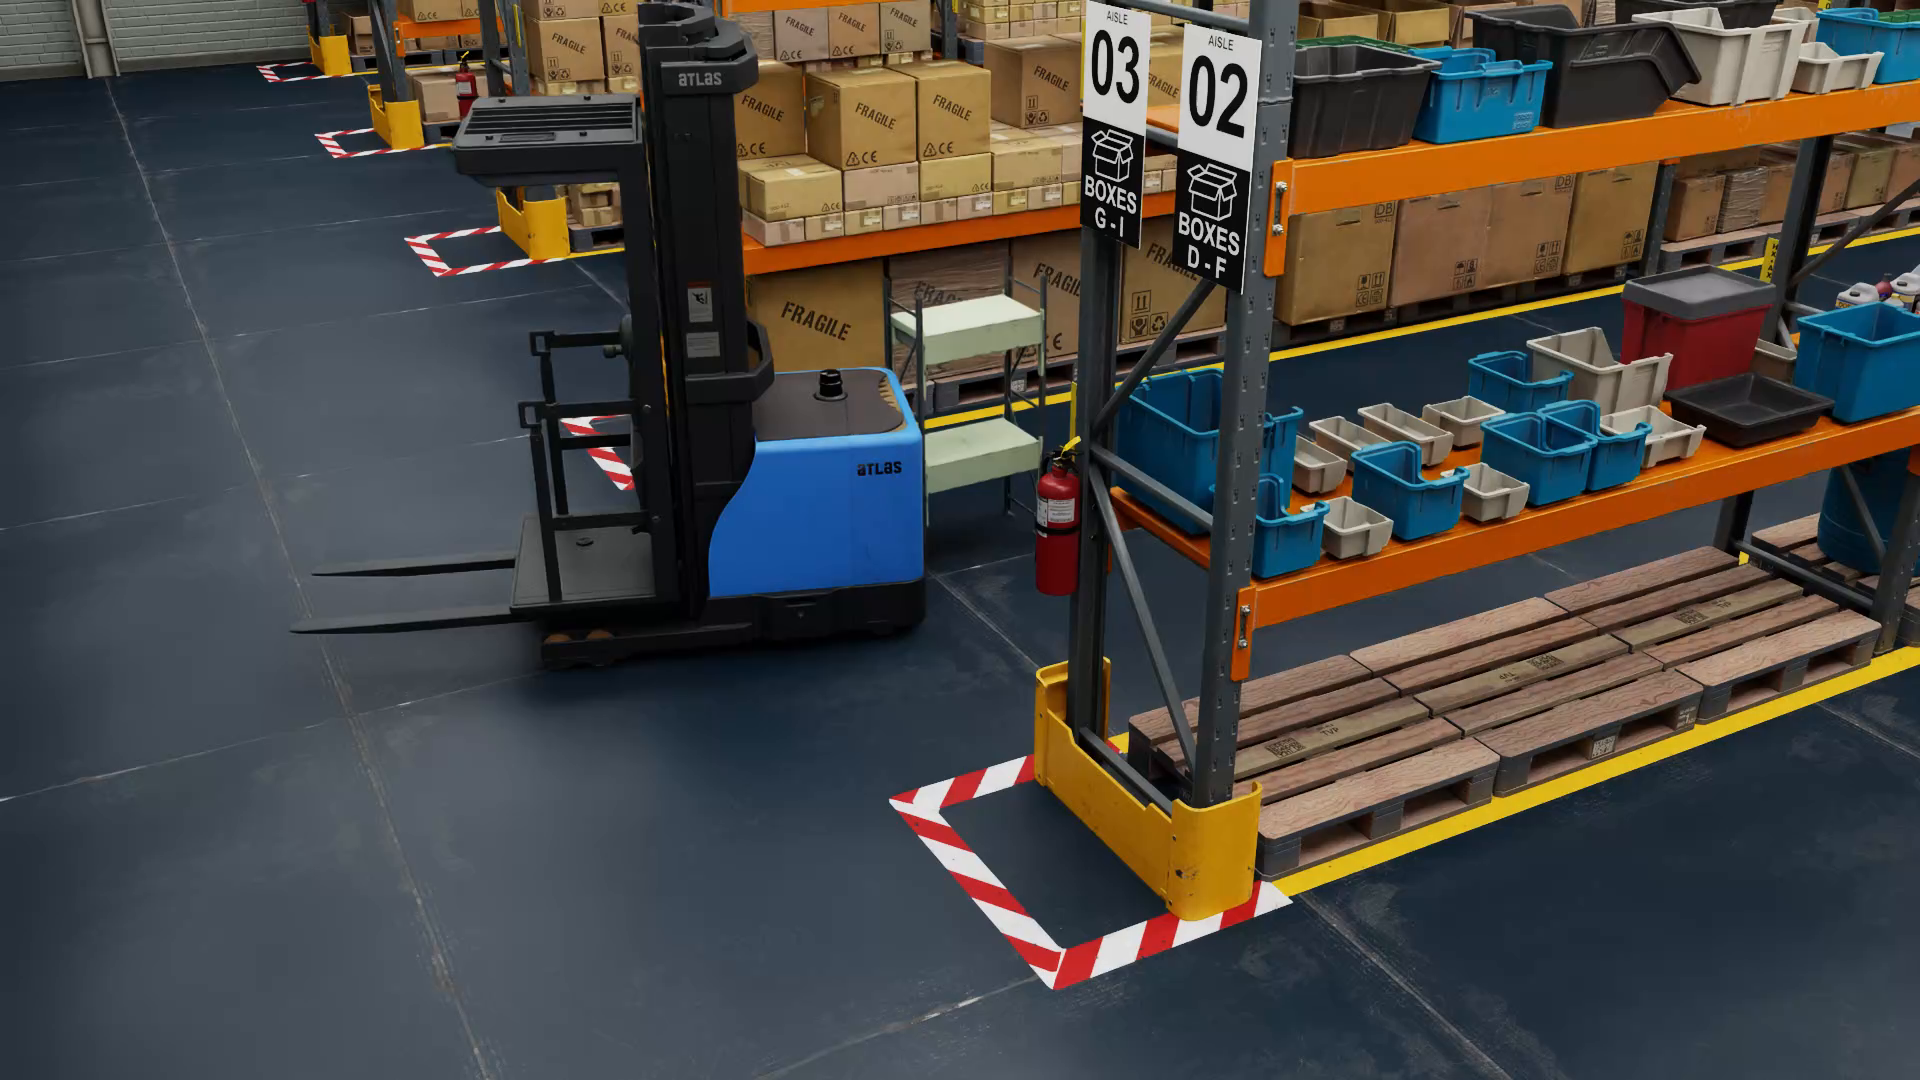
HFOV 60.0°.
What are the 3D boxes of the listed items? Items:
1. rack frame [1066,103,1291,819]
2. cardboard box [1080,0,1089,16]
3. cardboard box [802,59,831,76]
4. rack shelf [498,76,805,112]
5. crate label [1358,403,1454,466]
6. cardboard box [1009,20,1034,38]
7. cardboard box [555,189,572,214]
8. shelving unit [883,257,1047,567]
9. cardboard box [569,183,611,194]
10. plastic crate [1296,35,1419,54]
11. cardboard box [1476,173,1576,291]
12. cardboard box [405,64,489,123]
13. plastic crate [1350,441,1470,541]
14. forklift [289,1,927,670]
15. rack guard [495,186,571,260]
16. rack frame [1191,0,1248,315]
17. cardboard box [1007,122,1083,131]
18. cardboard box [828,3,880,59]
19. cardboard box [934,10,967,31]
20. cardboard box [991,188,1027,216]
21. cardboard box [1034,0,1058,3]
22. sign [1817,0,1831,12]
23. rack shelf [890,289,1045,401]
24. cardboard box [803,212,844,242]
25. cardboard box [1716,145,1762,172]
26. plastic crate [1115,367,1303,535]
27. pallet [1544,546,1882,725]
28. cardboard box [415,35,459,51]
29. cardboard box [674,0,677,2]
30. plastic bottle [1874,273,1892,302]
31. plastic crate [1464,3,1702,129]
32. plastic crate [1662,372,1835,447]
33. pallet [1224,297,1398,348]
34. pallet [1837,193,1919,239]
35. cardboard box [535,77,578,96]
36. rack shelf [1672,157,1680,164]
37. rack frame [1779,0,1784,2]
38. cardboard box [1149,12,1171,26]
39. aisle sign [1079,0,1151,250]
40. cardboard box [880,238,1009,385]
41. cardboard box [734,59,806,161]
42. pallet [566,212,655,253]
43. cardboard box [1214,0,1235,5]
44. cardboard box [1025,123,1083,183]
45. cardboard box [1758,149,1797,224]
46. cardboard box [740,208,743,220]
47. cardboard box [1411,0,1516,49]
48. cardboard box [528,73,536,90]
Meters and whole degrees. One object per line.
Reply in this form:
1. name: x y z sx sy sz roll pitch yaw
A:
1. rack frame: 0.735 -0.174 6.146 0.127 3.000 1.000 -13 29 -25
2. cardboard box: 1.174 -5.125 15.920 0.250 0.149 0.380 -12 28 -23
3. cardboard box: -1.358 -4.299 15.028 0.250 0.149 0.380 -14 29 -27
4. rack shelf: -2.076 -4.063 15.078 4.000 0.370 1.077 -13 29 -25
5. crate label: 1.866 -0.437 6.929 0.243 0.136 0.396 -13 29 -25
6. cardboard box: 0.495 -4.834 15.658 0.250 0.149 0.380 -13 28 -24
7. cardboard box: -3.474 -3.071 14.990 0.250 0.149 0.380 -12 28 -24
8. shelving unit: 0.033 -0.686 8.935 0.755 1.500 0.431 -14 29 -26
9. cardboard box: -3.218 -3.130 14.424 0.250 0.149 0.380 -14 29 -27
10. plastic crate: 1.471 -1.740 6.189 0.336 0.188 0.450 -13 29 -25
11. cardboard box: 4.054 -2.615 13.201 0.875 0.875 1.225 -13 29 -25
12. cardboard box: -5.724 -5.057 18.792 0.875 0.438 0.875 -14 29 -27
13. plastic crate: 1.689 -0.184 6.292 0.300 0.233 0.416 -13 29 -25
14. forklift: -1.733 -0.949 7.840 3.031 2.935 1.130 -4 26 -9
15. rack guard: -3.773 -2.869 14.648 0.348 0.500 1.175 -13 29 -25
16. rack frame: 1.934 -2.880 11.783 0.127 3.000 1.000 -13 29 -25
17. cardboard box: 0.500 -2.744 11.329 0.500 0.250 0.500 -12 28 -24
18. cardboard box: -1.064 -4.662 15.036 0.500 0.500 0.500 -14 29 -26
19. cardboard box: -0.054 -5.027 16.061 0.250 0.149 0.380 -14 29 -26
20. cardboard box: 0.229 -2.212 10.682 0.250 0.149 0.380 -14 29 -26
21. cardboard box: 0.724 -5.154 15.637 0.250 0.149 0.380 -13 28 -25
22. sign: 4.007 -2.555 7.630 0.005 0.325 0.100 -13 29 -25
23. rack shelf: 0.029 -1.037 8.764 0.720 0.370 0.431 -14 29 -26
24. cardboard box: -0.901 -1.951 10.139 0.250 0.149 0.380 -13 29 -26
25. cardboard box: 6.504 -3.364 14.304 0.500 0.250 0.500 -10 27 -19
26. plastic crate: 0.943 -0.356 6.416 0.499 0.435 0.616 -13 29 -25
27. pallet: 3.634 0.433 8.104 1.213 0.211 1.003 -13 29 -25
28. cardboard box: -7.241 -7.055 22.882 0.500 0.500 0.700 -12 28 -23
29. cardboard box: -2.408 -4.803 14.173 0.500 0.500 0.500 -14 29 -26
30. plastic bottle: 4.643 -1.204 8.427 0.133 0.283 0.061 -13 29 -25
31. plastic crate: 2.212 -1.704 5.940 0.767 0.338 0.504 -13 29 -25
32. plastic crate: 3.403 -0.561 7.201 0.590 0.125 0.437 -13 29 -25
33. pallet: 2.579 -1.809 12.774 1.213 0.211 1.003 -13 29 -25
34. pallet: 8.306 -3.093 15.449 1.213 0.211 1.003 -13 29 -25
35. cardboard box: -3.400 -3.808 14.005 0.250 0.149 0.380 -13 29 -26
36. rack shelf: 7.228 -3.778 14.484 4.000 0.370 1.077 -13 29 -25
37. rack frame: 10.277 -7.239 20.862 0.127 3.000 1.000 -13 29 -25
38. cardboard box: 1.865 -5.150 16.317 0.250 0.149 0.380 -12 28 -24
39. aisle sign: 0.534 -1.443 5.786 0.004 0.787 0.394 -13 29 -25
40. cardboard box: -0.266 -1.643 11.176 0.875 0.875 0.875 -13 29 -25
41. cardboard box: -1.289 -2.670 10.308 0.500 0.500 0.500 -13 28 -24
42. pallet: -3.040 -2.891 15.027 1.213 0.211 1.003 -13 29 -25
43. cardboard box: 2.531 -5.436 16.567 0.250 0.149 0.380 -12 28 -24
44. cardboard box: 0.762 -2.546 10.917 0.500 0.250 0.500 -12 28 -24
45. cardboard box: 7.025 -3.146 14.717 0.500 0.500 0.700 -11 28 -21
46. cardboard box: -1.436 -2.150 10.554 0.250 0.149 0.380 -12 28 -24
47. cardboard box: 3.646 -3.779 12.380 0.637 0.503 0.797 -12 28 -23
48. cardboard box: -3.686 -4.041 14.492 0.250 0.149 0.380 -13 29 -25
